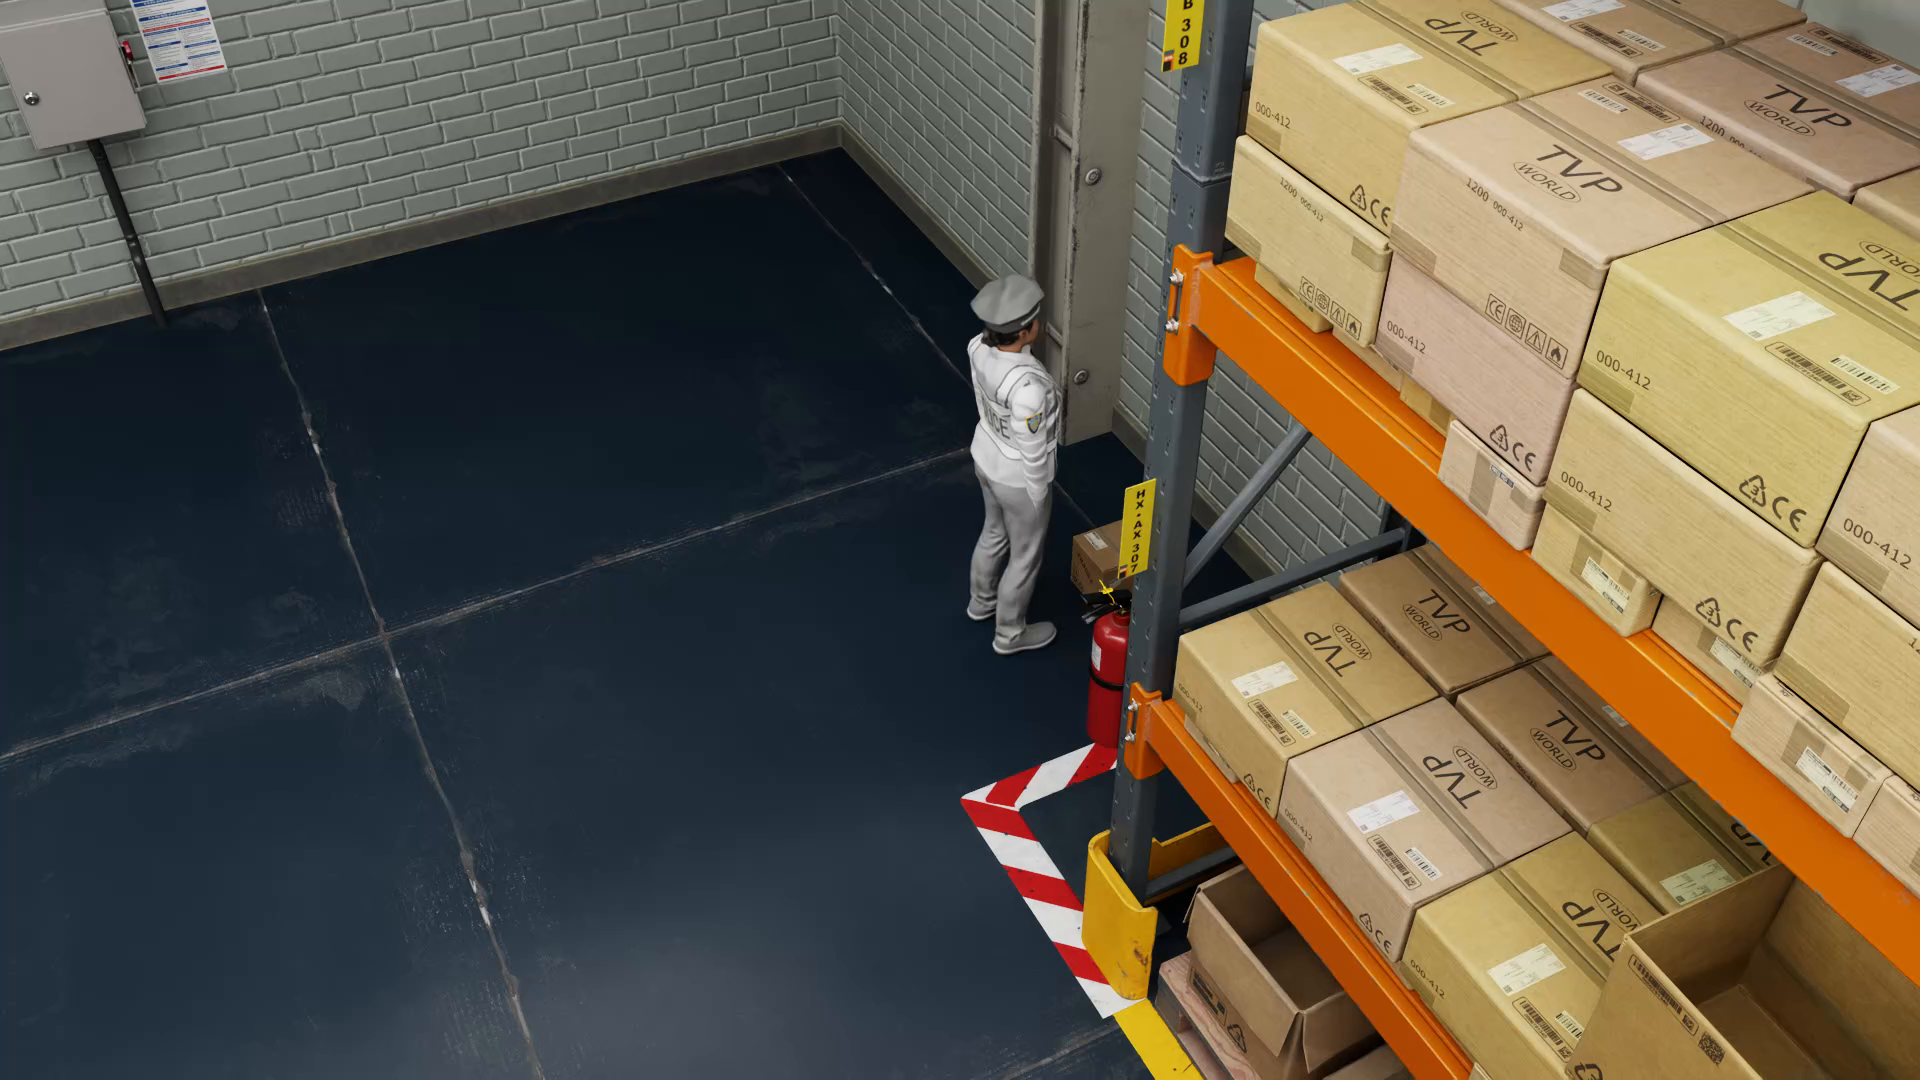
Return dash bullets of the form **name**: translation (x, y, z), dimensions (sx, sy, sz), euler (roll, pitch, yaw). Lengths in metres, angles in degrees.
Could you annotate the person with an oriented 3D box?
- **person**: translation (0.213, -0.282, 6.468), dimensions (0.341, 1.679, 0.466), euler (-18, 45, -19)
